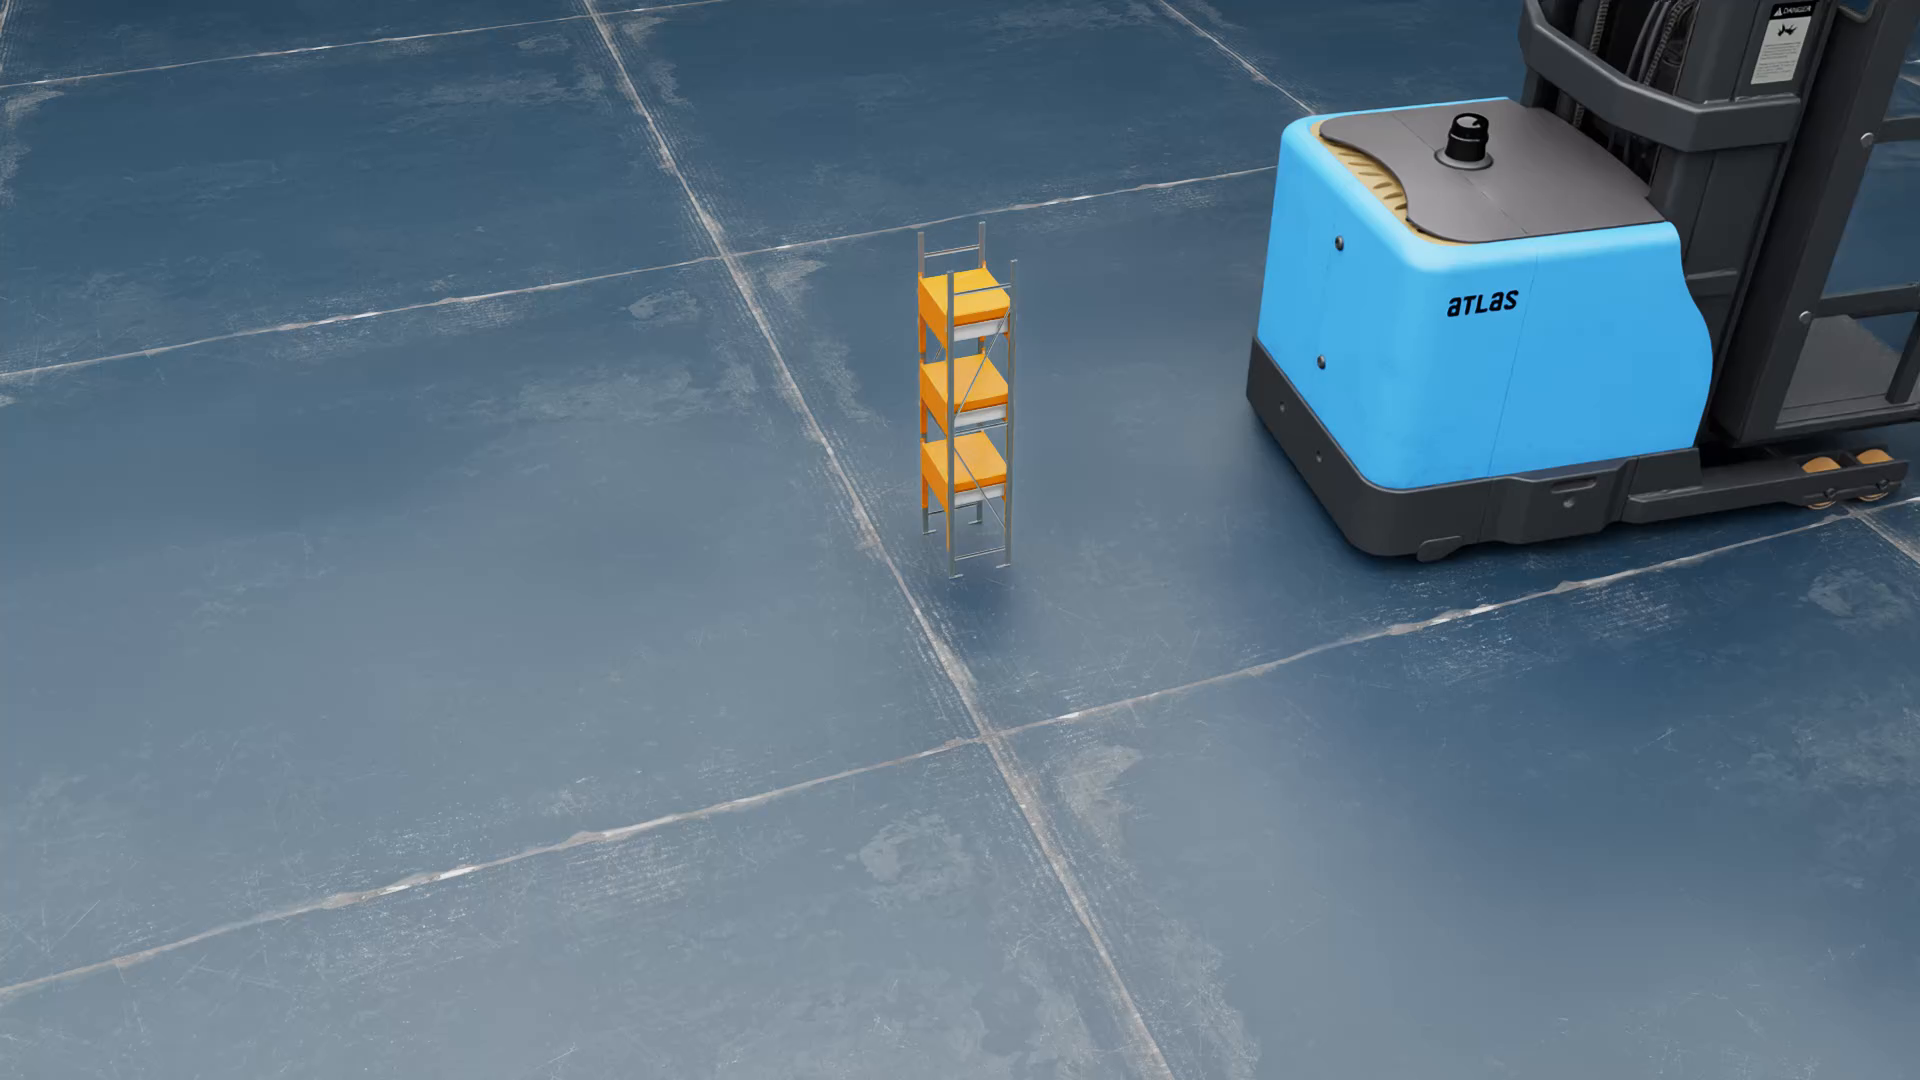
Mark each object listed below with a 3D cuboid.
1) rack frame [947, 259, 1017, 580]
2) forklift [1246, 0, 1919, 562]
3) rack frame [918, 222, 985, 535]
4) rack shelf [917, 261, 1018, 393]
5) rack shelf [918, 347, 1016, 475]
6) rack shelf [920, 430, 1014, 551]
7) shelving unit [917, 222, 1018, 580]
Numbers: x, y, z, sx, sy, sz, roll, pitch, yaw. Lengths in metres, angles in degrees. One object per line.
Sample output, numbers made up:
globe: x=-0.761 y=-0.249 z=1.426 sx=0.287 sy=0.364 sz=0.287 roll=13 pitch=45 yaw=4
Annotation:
rack frame: x=0.060 y=-0.320 z=4.802 sx=0.200 sy=1.050 sz=0.008 roll=-12 pitch=39 yaw=-16
forklift: x=2.571 y=-1.571 z=4.900 sx=3.031 sy=2.935 sz=1.130 roll=-8 pitch=38 yaw=-11
rack frame: x=-0.024 y=-0.458 z=4.985 sx=0.200 sy=1.050 sz=0.008 roll=-12 pitch=39 yaw=-16
rack shelf: x=0.018 y=-0.607 z=4.730 sx=0.215 sy=0.259 sz=0.240 roll=-12 pitch=39 yaw=-16
rack shelf: x=0.018 y=-0.381 z=4.900 sx=0.215 sy=0.259 sz=0.240 roll=-12 pitch=39 yaw=-16
rack shelf: x=0.018 y=-0.159 z=5.068 sx=0.215 sy=0.259 sz=0.240 roll=-12 pitch=39 yaw=-16
shelving unit: x=0.018 y=-0.389 z=4.894 sx=0.215 sy=1.050 sz=0.252 roll=-12 pitch=39 yaw=-16
